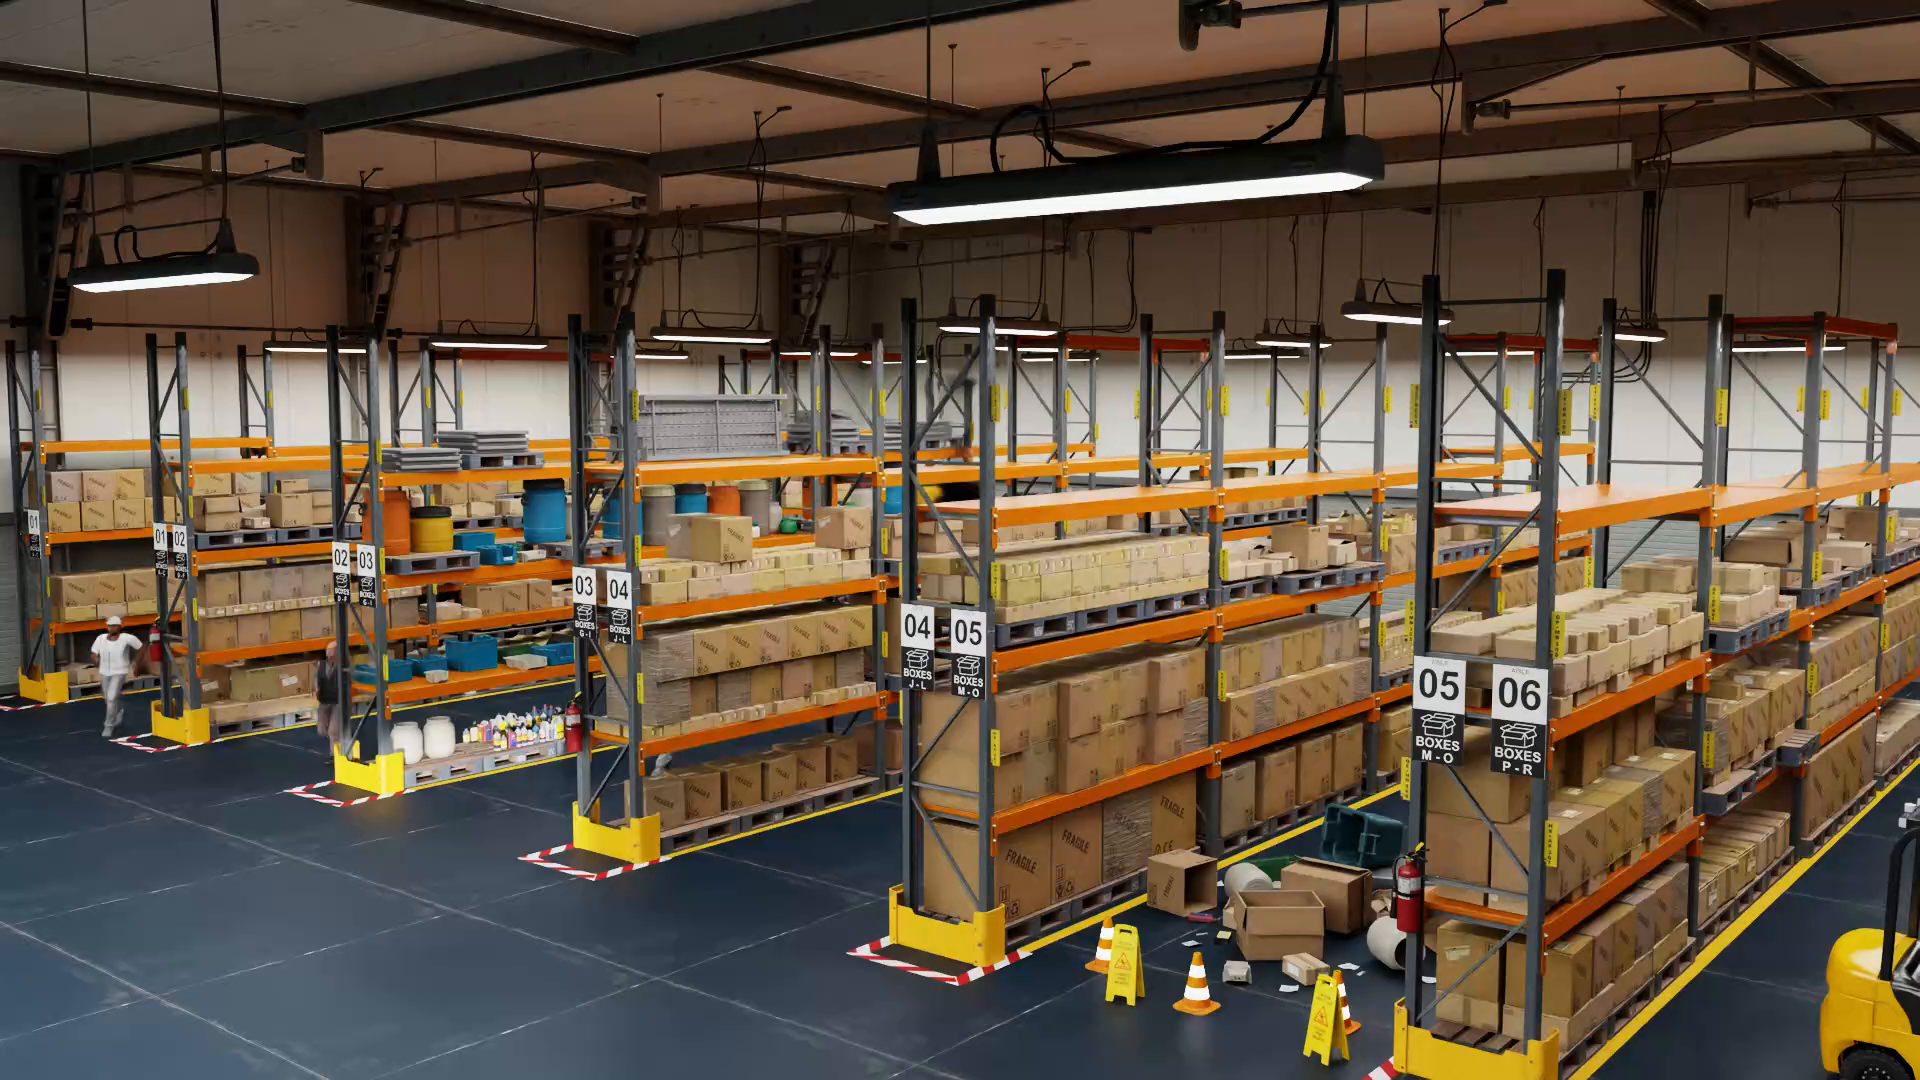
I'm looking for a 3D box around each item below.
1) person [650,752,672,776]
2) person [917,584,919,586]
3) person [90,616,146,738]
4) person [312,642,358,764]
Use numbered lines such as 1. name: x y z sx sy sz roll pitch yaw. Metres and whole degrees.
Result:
1. person: -4.024 2.292 22.479 0.598 1.669 0.933 1 5 12
2. person: -1.119 0.898 38.557 0.585 1.678 0.767 -5 7 -44
3. person: -12.758 2.032 25.163 0.731 1.790 0.869 0 5 -1
4. person: -8.679 2.250 23.109 0.654 1.678 0.654 0 5 4
